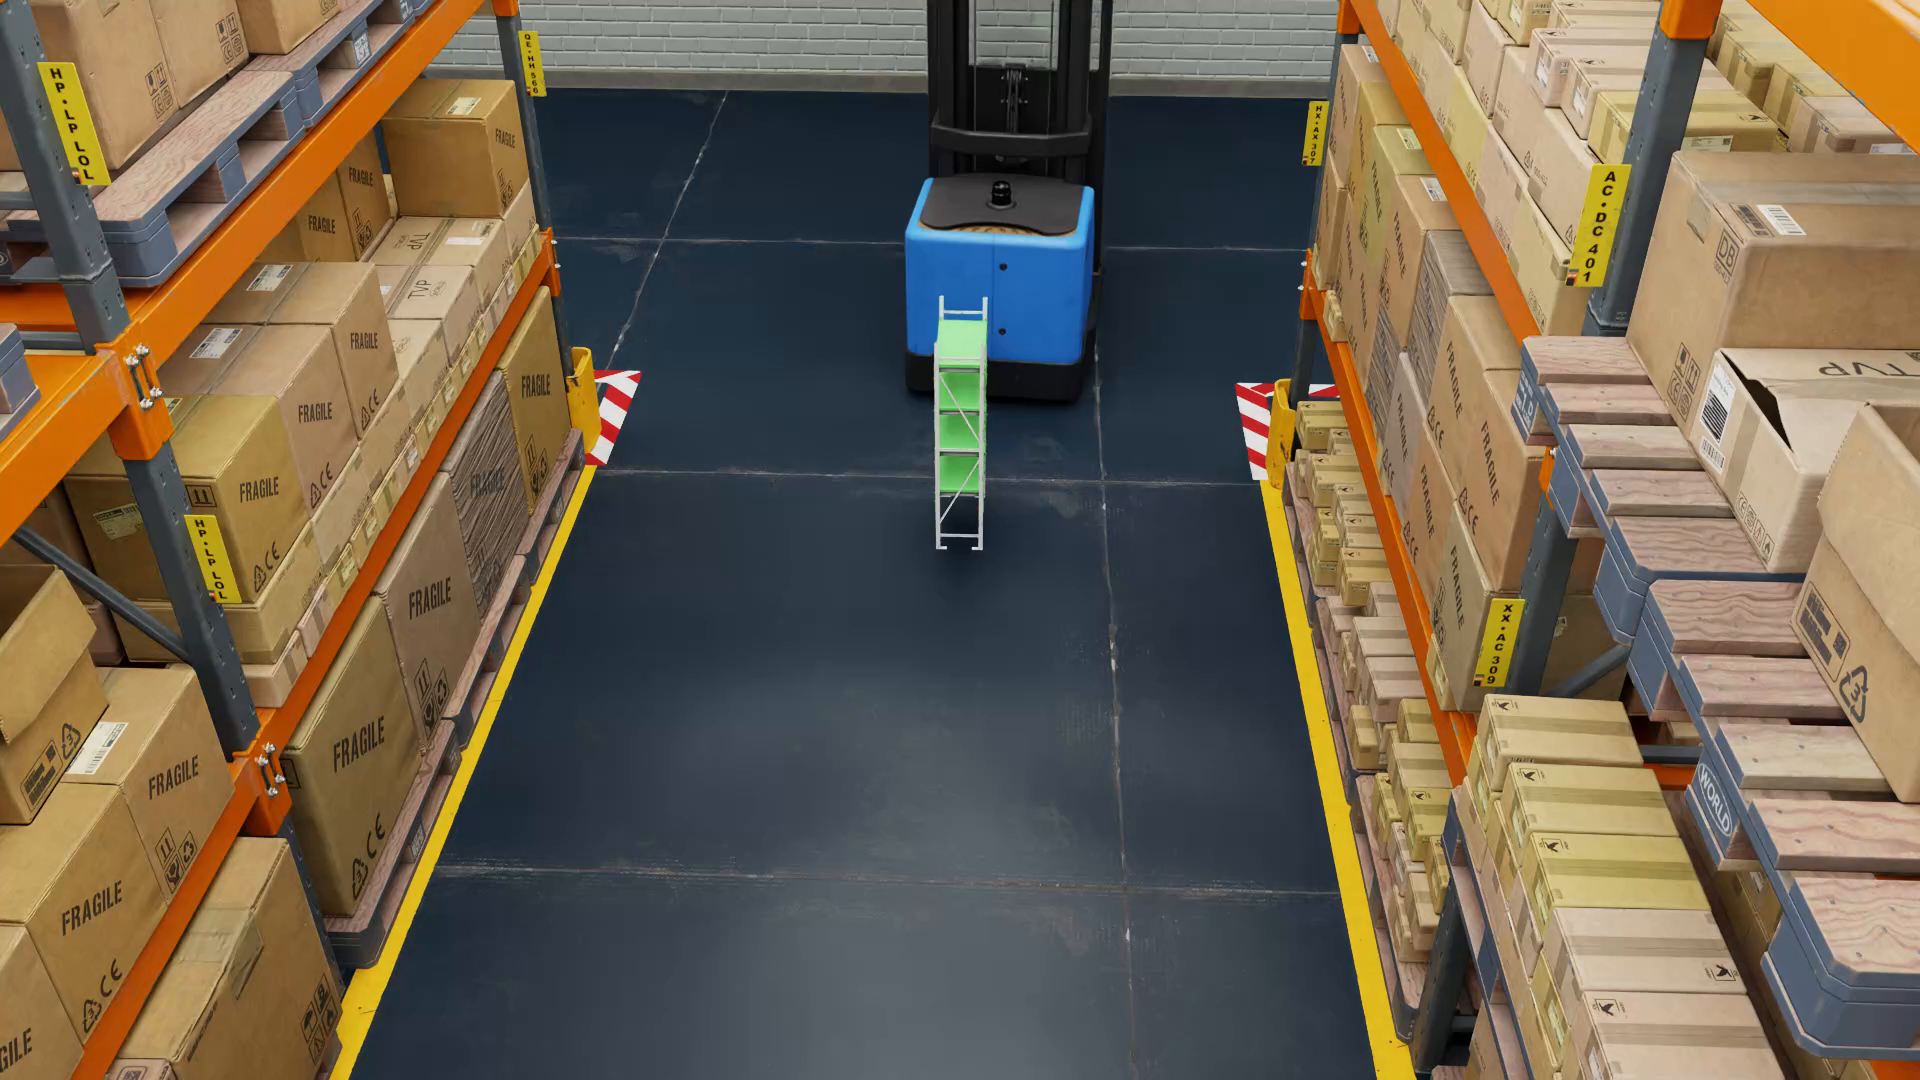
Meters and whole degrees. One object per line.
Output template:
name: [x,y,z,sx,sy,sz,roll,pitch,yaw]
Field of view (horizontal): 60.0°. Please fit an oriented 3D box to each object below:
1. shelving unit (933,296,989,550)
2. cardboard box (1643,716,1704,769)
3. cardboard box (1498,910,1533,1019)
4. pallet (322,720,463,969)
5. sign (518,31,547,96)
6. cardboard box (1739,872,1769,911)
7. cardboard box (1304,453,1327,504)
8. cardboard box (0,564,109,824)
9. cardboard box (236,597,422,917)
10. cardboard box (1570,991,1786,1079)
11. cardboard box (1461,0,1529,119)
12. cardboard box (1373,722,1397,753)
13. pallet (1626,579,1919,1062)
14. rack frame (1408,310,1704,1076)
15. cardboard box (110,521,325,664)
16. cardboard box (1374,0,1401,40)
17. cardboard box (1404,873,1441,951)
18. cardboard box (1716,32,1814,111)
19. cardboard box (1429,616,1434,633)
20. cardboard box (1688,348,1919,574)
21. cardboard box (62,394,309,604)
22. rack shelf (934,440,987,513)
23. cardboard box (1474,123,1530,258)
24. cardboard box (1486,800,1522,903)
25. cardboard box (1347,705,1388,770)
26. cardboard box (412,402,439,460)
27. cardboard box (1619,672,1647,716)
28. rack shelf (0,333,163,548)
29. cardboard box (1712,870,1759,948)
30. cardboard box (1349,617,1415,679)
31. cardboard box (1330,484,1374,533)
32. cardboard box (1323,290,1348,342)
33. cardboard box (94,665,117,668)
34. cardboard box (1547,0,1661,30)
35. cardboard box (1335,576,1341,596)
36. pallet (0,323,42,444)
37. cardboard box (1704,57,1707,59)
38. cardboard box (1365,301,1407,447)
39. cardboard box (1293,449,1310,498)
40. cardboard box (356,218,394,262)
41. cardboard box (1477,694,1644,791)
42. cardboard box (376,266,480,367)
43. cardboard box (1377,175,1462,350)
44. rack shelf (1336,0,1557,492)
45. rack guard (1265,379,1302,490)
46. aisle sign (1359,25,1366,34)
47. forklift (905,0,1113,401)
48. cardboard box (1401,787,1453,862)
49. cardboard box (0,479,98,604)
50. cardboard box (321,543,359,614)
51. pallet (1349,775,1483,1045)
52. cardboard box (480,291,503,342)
shelving unit: [0.007,-0.586,8.486,0.258,1.200,0.503,1,35,2]
cardboard box: [2.471,0.615,5.430,0.380,0.149,0.250,3,35,4]
cardboard box: [1.638,1.117,4.351,0.380,0.149,0.250,2,35,2]
pallet: [-2.711,1.201,6.804,1.003,0.211,1.213,1,35,2]
sign: [-2.117,-2.353,8.223,0.100,0.325,0.005,1,35,2]
cardboard box: [2.304,0.861,4.456,0.380,0.149,0.250,2,35,2]
cardboard box: [1.948,-0.307,8.379,0.380,0.149,0.250,1,35,2]
cardboard box: [-2.837,0.411,4.543,0.797,0.503,0.637,0,35,1]
cardboard box: [-2.713,0.815,6.410,0.875,0.875,0.875,1,35,2]
cardboard box: [1.617,1.169,3.760,0.380,0.149,0.250,1,35,1]
cardboard box: [1.946,-1.572,5.411,0.500,0.250,0.500,3,35,4]
cardboard box: [1.918,0.753,6.871,0.380,0.149,0.250,2,35,3]
pallet: [1.963,0.465,2.980,1.213,0.211,1.003,1,35,2]
rack frame: [2.133,0.667,5.137,1.000,3.000,0.127,1,35,2]
cardboard box: [-2.539,0.171,5.716,0.500,0.250,0.500,1,35,1]
cardboard box: [1.994,-2.242,6.799,0.500,0.250,0.500,2,35,3]
cardboard box: [1.828,1.352,6.019,0.380,0.149,0.250,2,35,3]
cardboard box: [2.384,-1.329,4.718,0.380,0.149,0.250,1,35,1]
cardboard box: [1.882,0.298,5.881,0.380,0.149,0.250,3,35,4]
cardboard box: [1.887,-0.194,3.467,0.500,0.311,0.500,1,35,1]
cardboard box: [-2.545,-0.142,5.508,0.500,0.500,0.500,1,35,2]
rack shelf: [0.007,-0.337,8.661,0.258,0.148,0.480,1,35,2]
cardboard box: [1.914,-1.073,5.136,0.500,0.250,0.500,1,35,2]
cardboard box: [1.649,0.841,4.484,0.380,0.149,0.250,1,35,1]
cardboard box: [1.849,0.834,7.014,0.380,0.149,0.250,1,35,2]
cardboard box: [-2.414,-0.460,6.960,0.380,0.149,0.250,0,35,1]
cardboard box: [2.404,0.226,5.420,0.500,0.500,0.500,1,35,1]
rack shelf: [-2.900,0.711,3.092,1.077,0.370,4.000,1,35,2]
cardboard box: [2.305,0.980,4.545,0.380,0.149,0.250,2,35,2]
cardboard box: [1.866,0.457,7.033,0.380,0.149,0.250,0,35,0]
cardboard box: [1.976,-0.139,7.881,0.380,0.149,0.250,0,35,0]
cardboard box: [1.920,-1.049,7.798,0.380,0.149,0.250,0,35,1]
cardboard box: [-3.134,0.415,5.715,0.380,0.149,0.250,2,35,2]
cardboard box: [1.969,-1.494,4.953,0.380,0.149,0.250,3,35,4]
cardboard box: [1.986,0.246,7.852,0.380,0.149,0.250,1,35,2]
pallet: [-2.807,-0.126,3.824,0.805,0.209,1.217,0,35,0]
cardboard box: [2.416,-1.260,4.967,0.500,0.250,0.500,1,35,2]
cardboard box: [1.956,-0.660,6.680,0.500,0.500,0.500,0,35,1]
cardboard box: [1.952,-0.342,8.688,0.380,0.149,0.250,2,35,3]
cardboard box: [-2.962,-1.295,7.802,0.500,0.250,0.500,1,35,1]
cardboard box: [1.657,0.571,4.611,0.380,0.149,0.250,3,35,4]
cardboard box: [-2.454,-0.995,7.375,0.500,0.250,0.500,0,35,0]
cardboard box: [1.936,-1.069,6.393,0.500,0.500,0.500,0,35,0]
rack shelf: [2.213,-1.415,6.117,1.077,0.370,4.000,1,35,2]
rack guard: [2.290,-0.564,9.064,1.175,0.500,0.348,1,35,2]
aisle sign: [1.996,-2.743,7.729,0.394,0.787,0.004,1,35,2]
forklift: [0.383,-2.850,10.202,1.130,2.935,3.031,4,35,6]
cardboard box: [1.857,1.060,6.175,0.380,0.149,0.250,2,35,2]
cardboard box: [-3.068,-0.143,5.509,0.500,0.500,0.500,2,35,3]
cardboard box: [-2.455,0.133,6.116,0.380,0.149,0.250,2,35,3]
pallet: [2.124,1.422,6.489,1.003,0.211,1.213,1,35,2]
cardboard box: [-2.375,-1.051,7.800,0.380,0.149,0.250,2,35,3]
